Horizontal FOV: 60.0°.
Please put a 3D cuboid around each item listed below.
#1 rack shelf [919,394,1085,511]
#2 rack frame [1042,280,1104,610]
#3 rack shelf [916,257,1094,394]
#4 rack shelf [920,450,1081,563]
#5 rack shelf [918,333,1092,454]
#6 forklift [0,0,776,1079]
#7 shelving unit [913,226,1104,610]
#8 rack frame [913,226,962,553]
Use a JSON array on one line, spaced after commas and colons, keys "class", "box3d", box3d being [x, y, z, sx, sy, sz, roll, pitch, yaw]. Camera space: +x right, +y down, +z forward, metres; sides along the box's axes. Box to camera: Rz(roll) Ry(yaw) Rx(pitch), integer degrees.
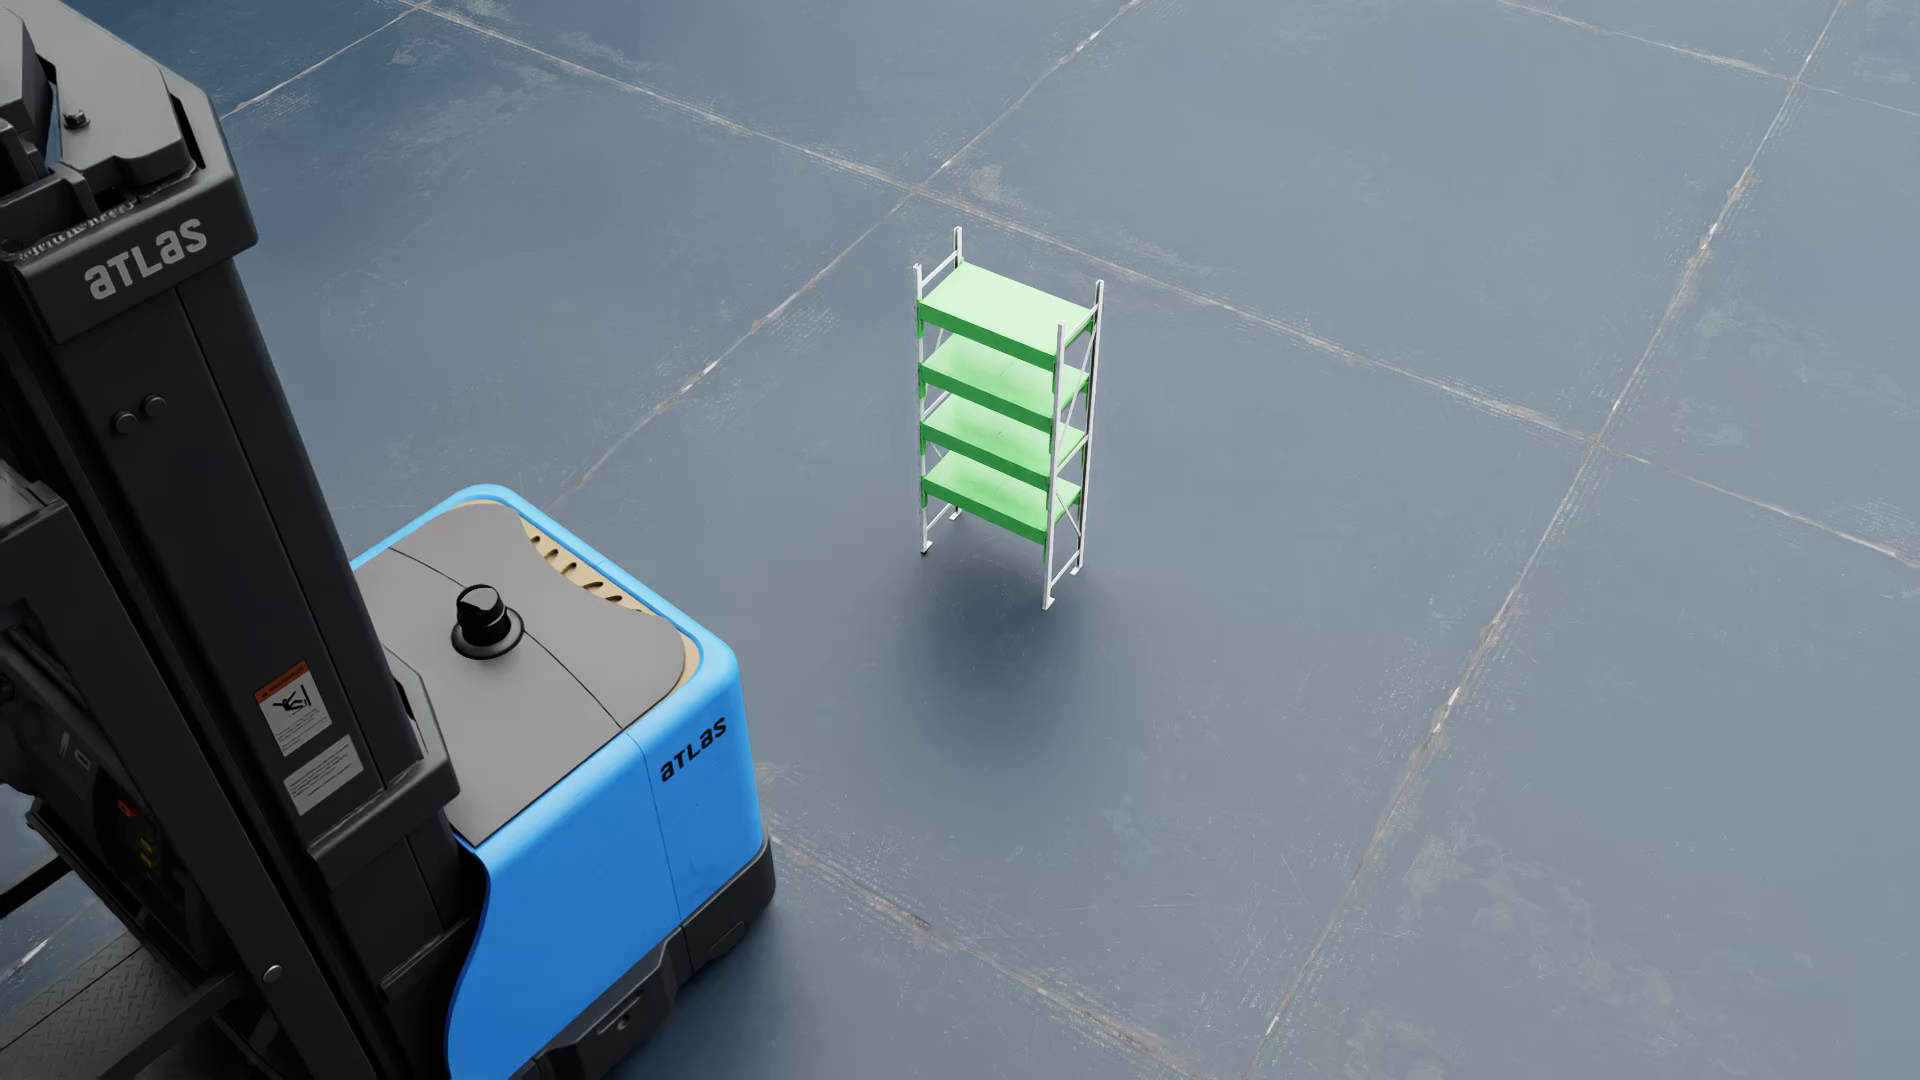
[{"class": "rack shelf", "box3d": [0.139, -0.310, 5.303, 0.480, 0.148, 0.258, 25, 51, 22]}, {"class": "rack frame", "box3d": [0.345, -0.260, 5.166, 0.015, 1.200, 0.240, 25, 51, 22]}, {"class": "rack shelf", "box3d": [0.139, -0.644, 4.959, 0.480, 0.148, 0.258, 25, 51, 22]}, {"class": "rack shelf", "box3d": [0.139, -0.142, 5.475, 0.480, 0.148, 0.258, 25, 51, 22]}, {"class": "rack shelf", "box3d": [0.139, -0.477, 5.131, 0.480, 0.148, 0.258, 25, 51, 22]}, {"class": "forklift", "box3d": [-1.861, 0.579, 3.144, 1.130, 2.935, 3.031, 32, 54, 27]}, {"class": "shelving unit", "box3d": [0.139, -0.354, 5.257, 0.503, 1.200, 0.258, 25, 51, 22]}, {"class": "rack frame", "box3d": [-0.066, -0.449, 5.349, 0.015, 1.200, 0.240, 25, 51, 22]}]
